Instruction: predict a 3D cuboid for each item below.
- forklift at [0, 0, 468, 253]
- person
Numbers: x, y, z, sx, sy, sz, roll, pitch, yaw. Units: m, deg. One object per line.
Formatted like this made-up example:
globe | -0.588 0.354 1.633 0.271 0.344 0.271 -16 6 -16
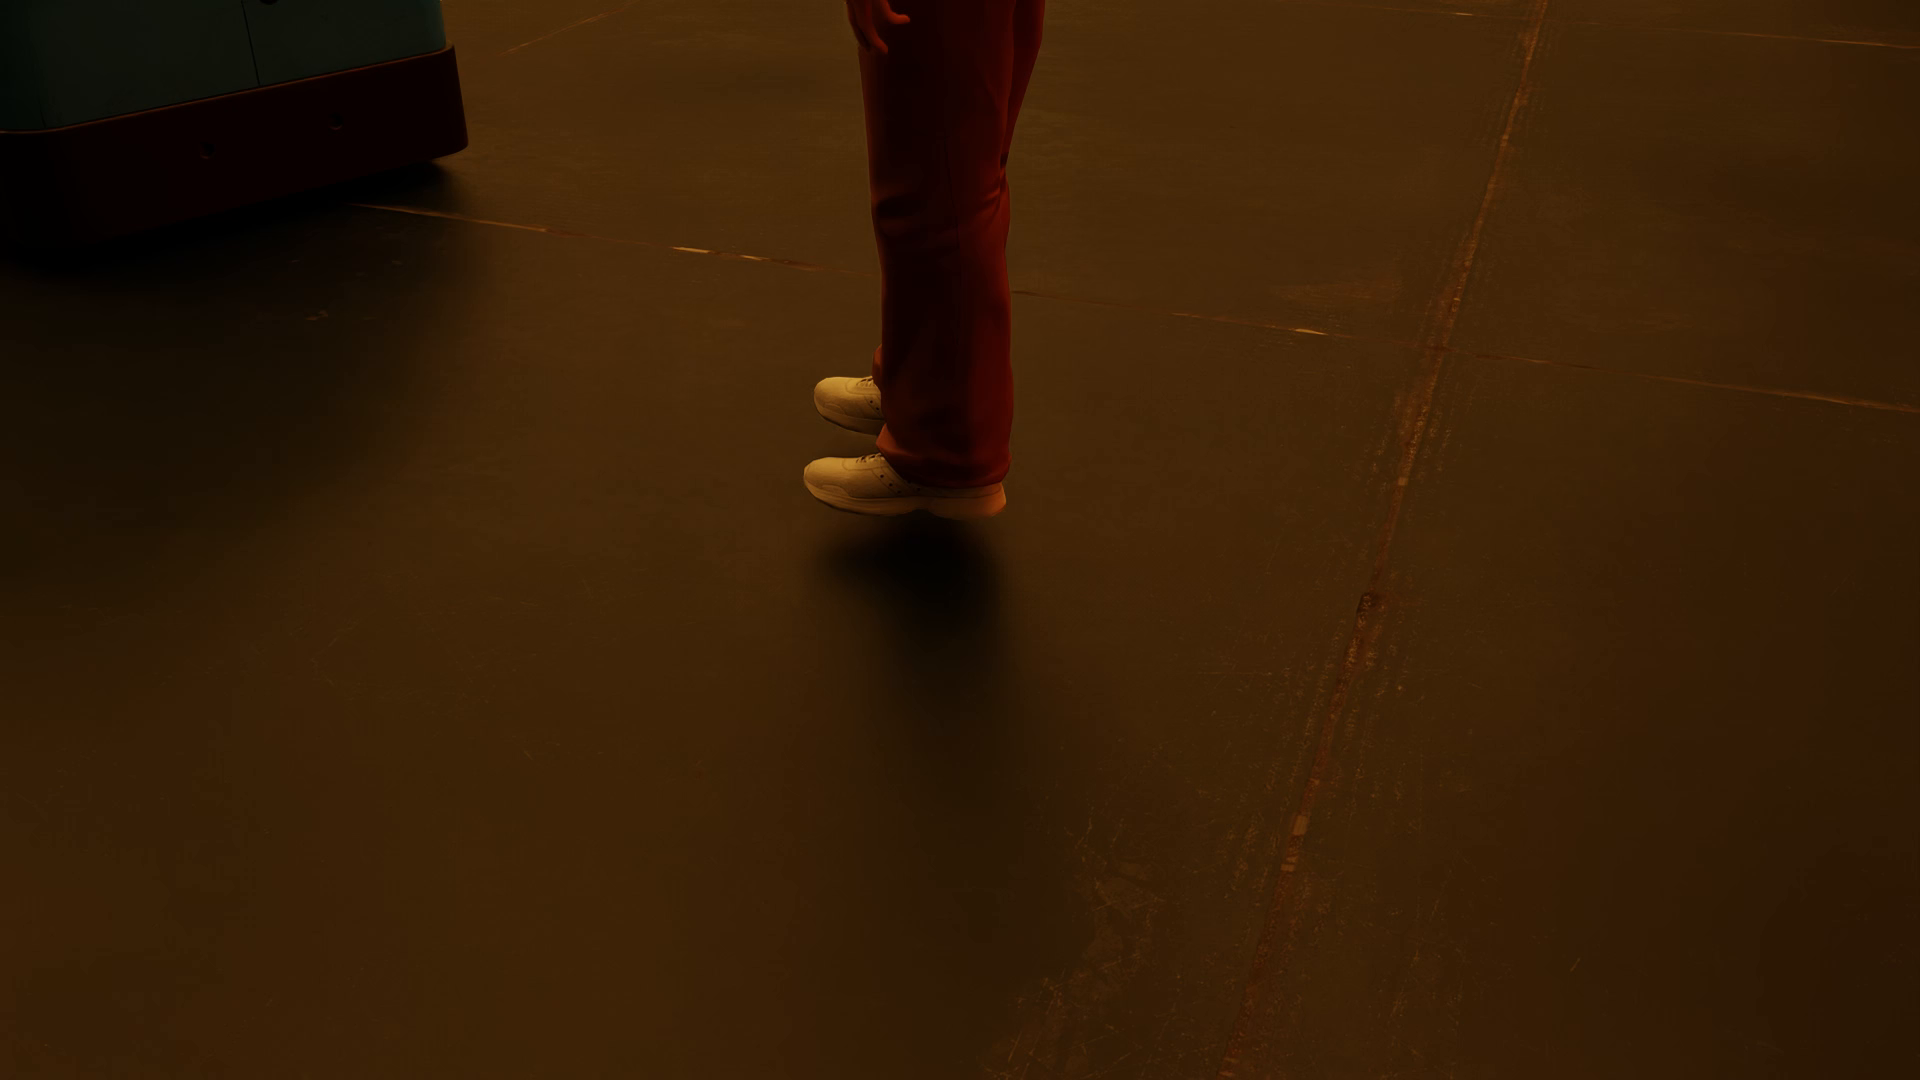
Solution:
forklift | -2.629 -2.479 3.902 3.031 2.935 1.130 24 37 36
person | -0.065 -0.788 2.095 0.548 1.675 0.552 10 31 18
